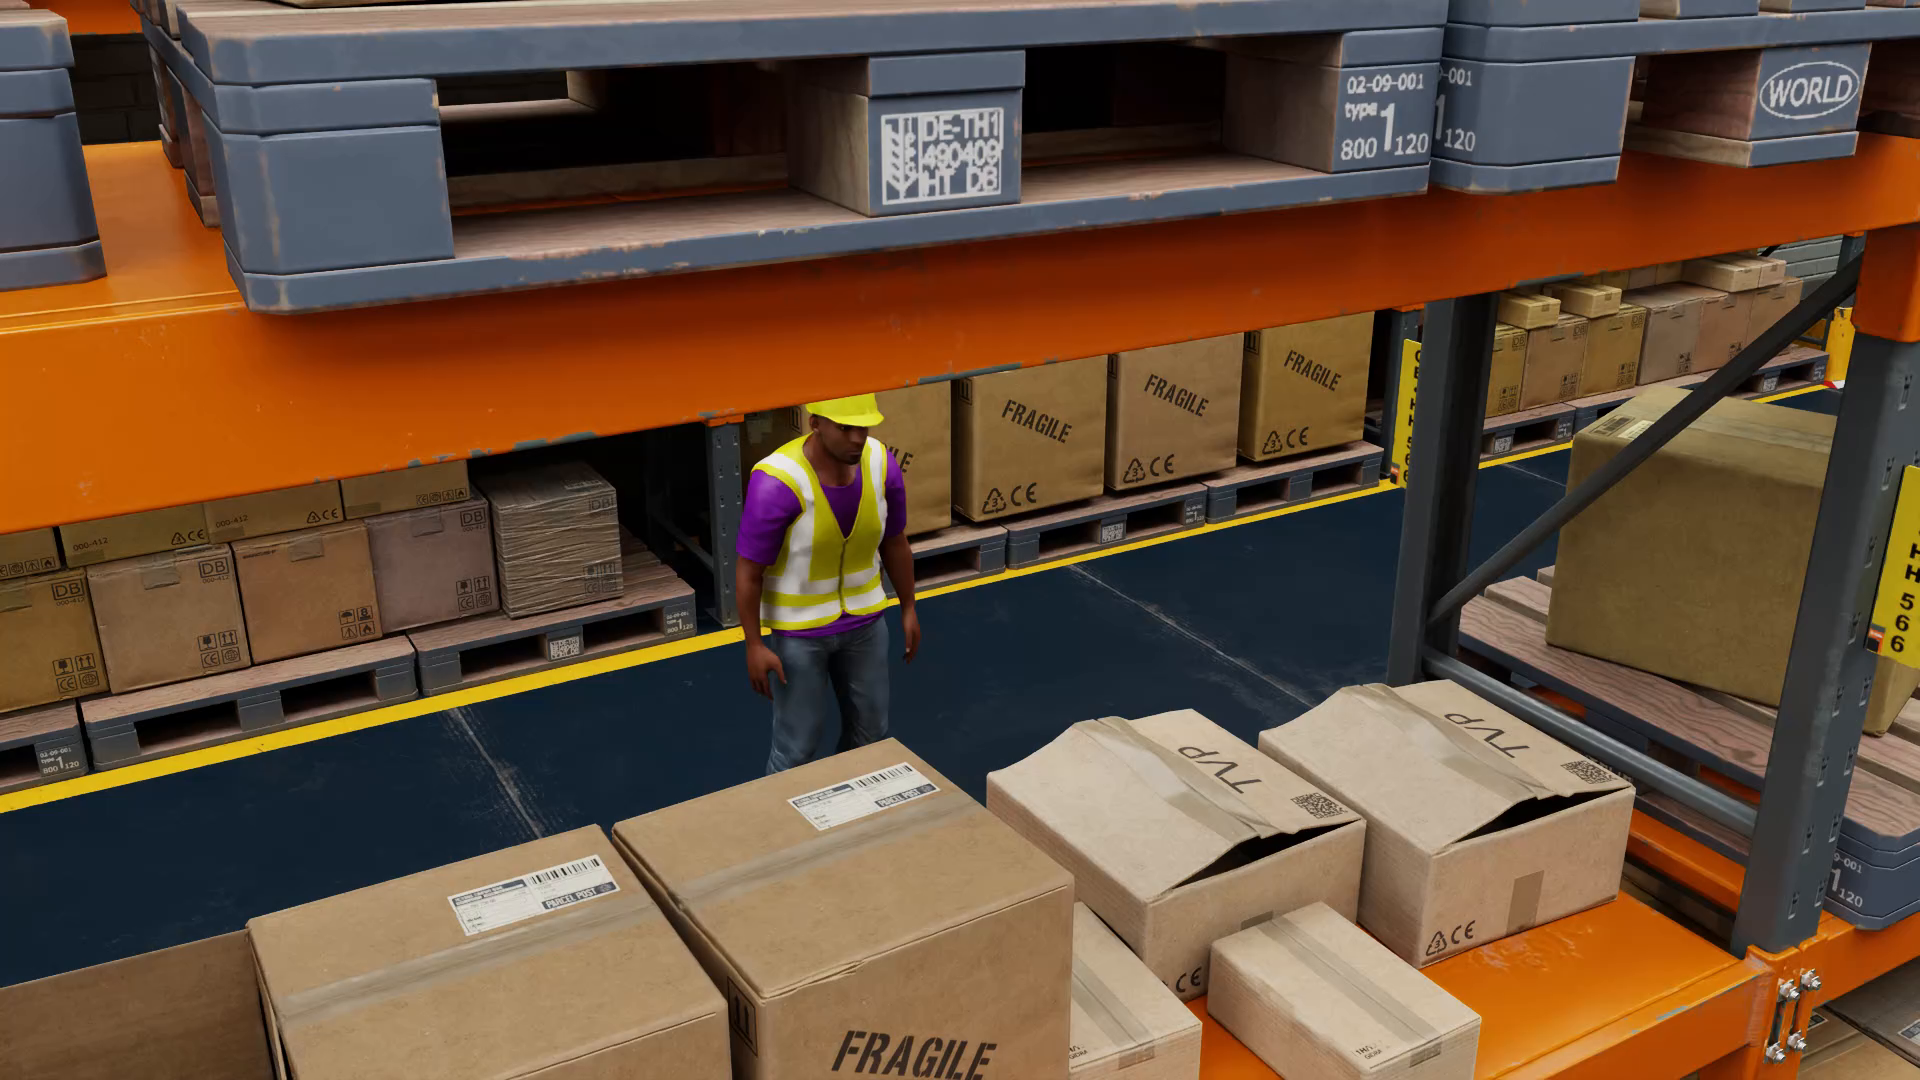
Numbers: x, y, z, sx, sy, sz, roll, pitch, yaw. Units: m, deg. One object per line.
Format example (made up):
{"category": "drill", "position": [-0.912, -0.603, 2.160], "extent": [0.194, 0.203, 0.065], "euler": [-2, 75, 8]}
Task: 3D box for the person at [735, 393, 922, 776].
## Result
{"category": "person", "position": [-0.412, 0.282, 5.351], "extent": [0.637, 1.761, 0.456], "euler": [-13, 25, -30]}
